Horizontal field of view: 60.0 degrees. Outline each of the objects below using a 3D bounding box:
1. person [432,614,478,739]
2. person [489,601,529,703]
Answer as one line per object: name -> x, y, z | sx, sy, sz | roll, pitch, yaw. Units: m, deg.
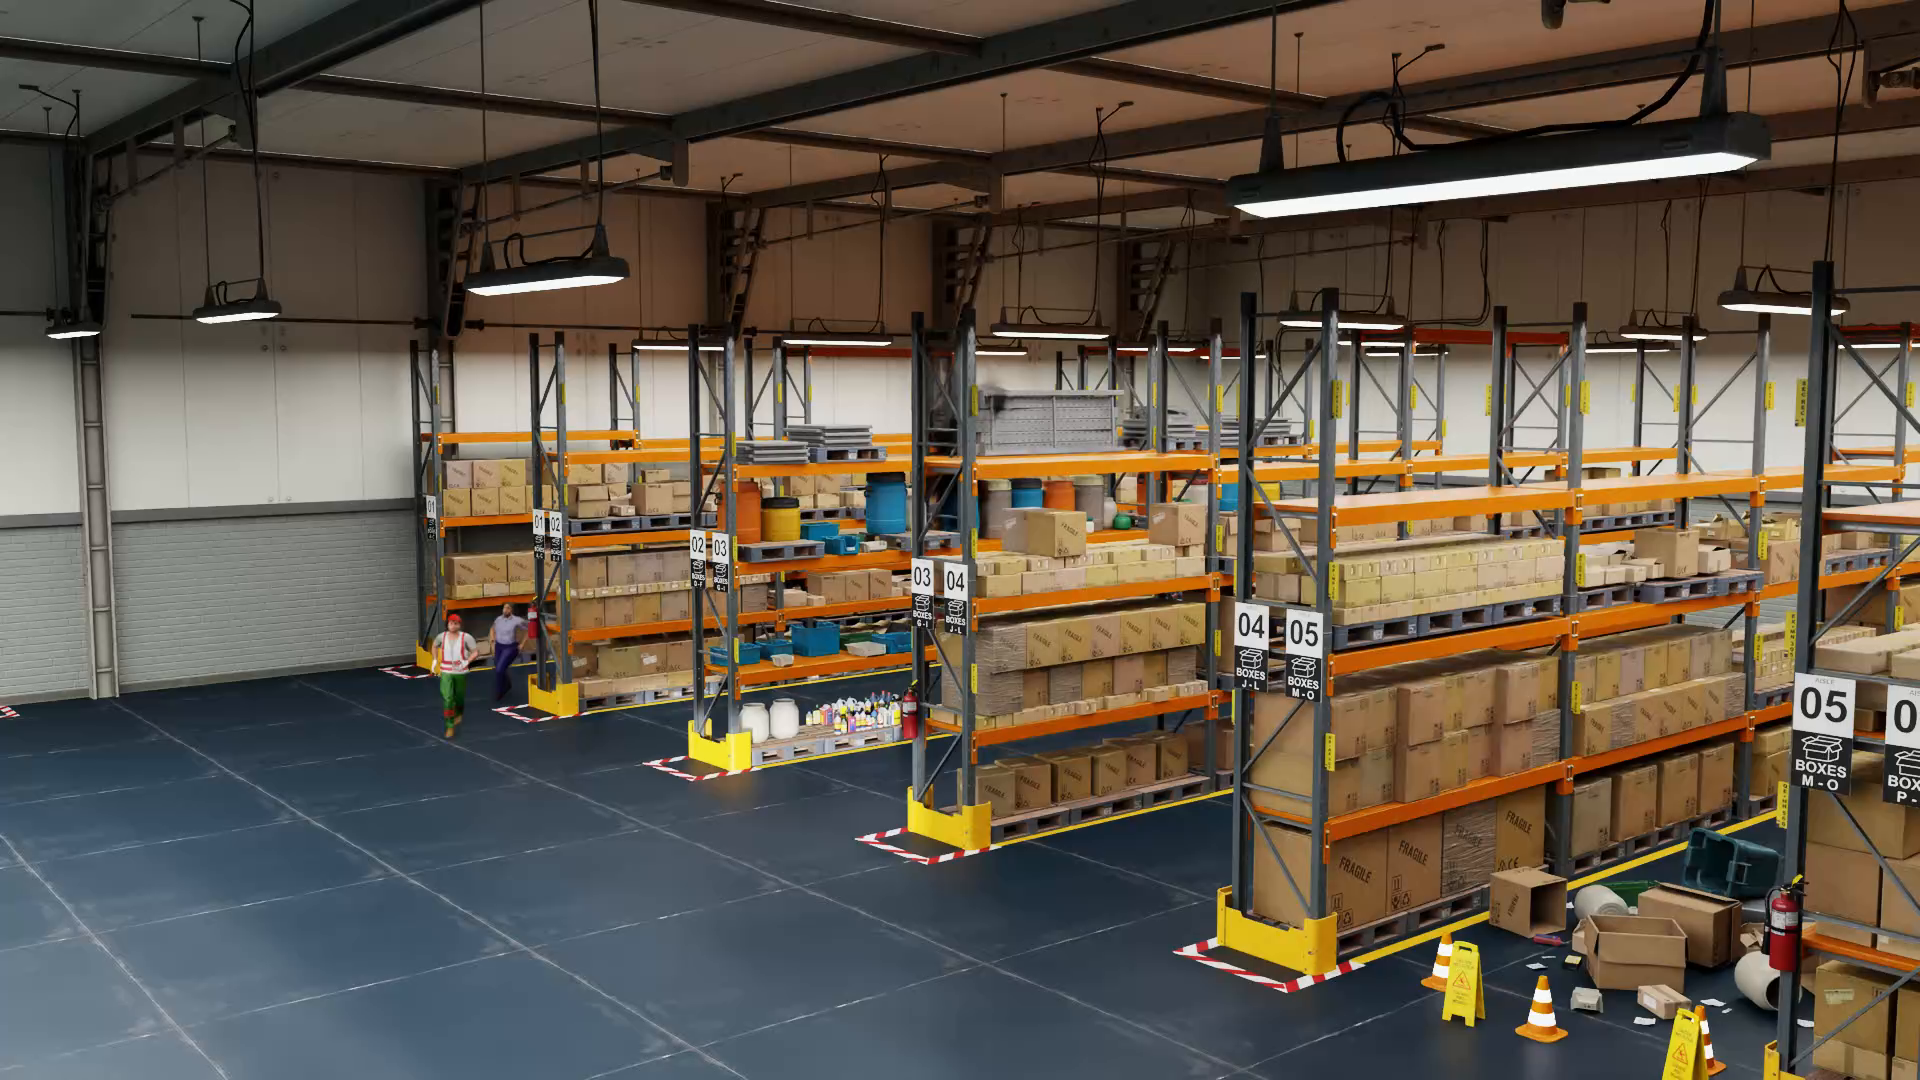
person -> -7.520, 1.984, 24.758 | 0.680, 1.790, 0.951 | -1, 5, -12
person -> -7.453, 1.840, 27.394 | 0.690, 1.675, 0.696 | 2, 6, 24
